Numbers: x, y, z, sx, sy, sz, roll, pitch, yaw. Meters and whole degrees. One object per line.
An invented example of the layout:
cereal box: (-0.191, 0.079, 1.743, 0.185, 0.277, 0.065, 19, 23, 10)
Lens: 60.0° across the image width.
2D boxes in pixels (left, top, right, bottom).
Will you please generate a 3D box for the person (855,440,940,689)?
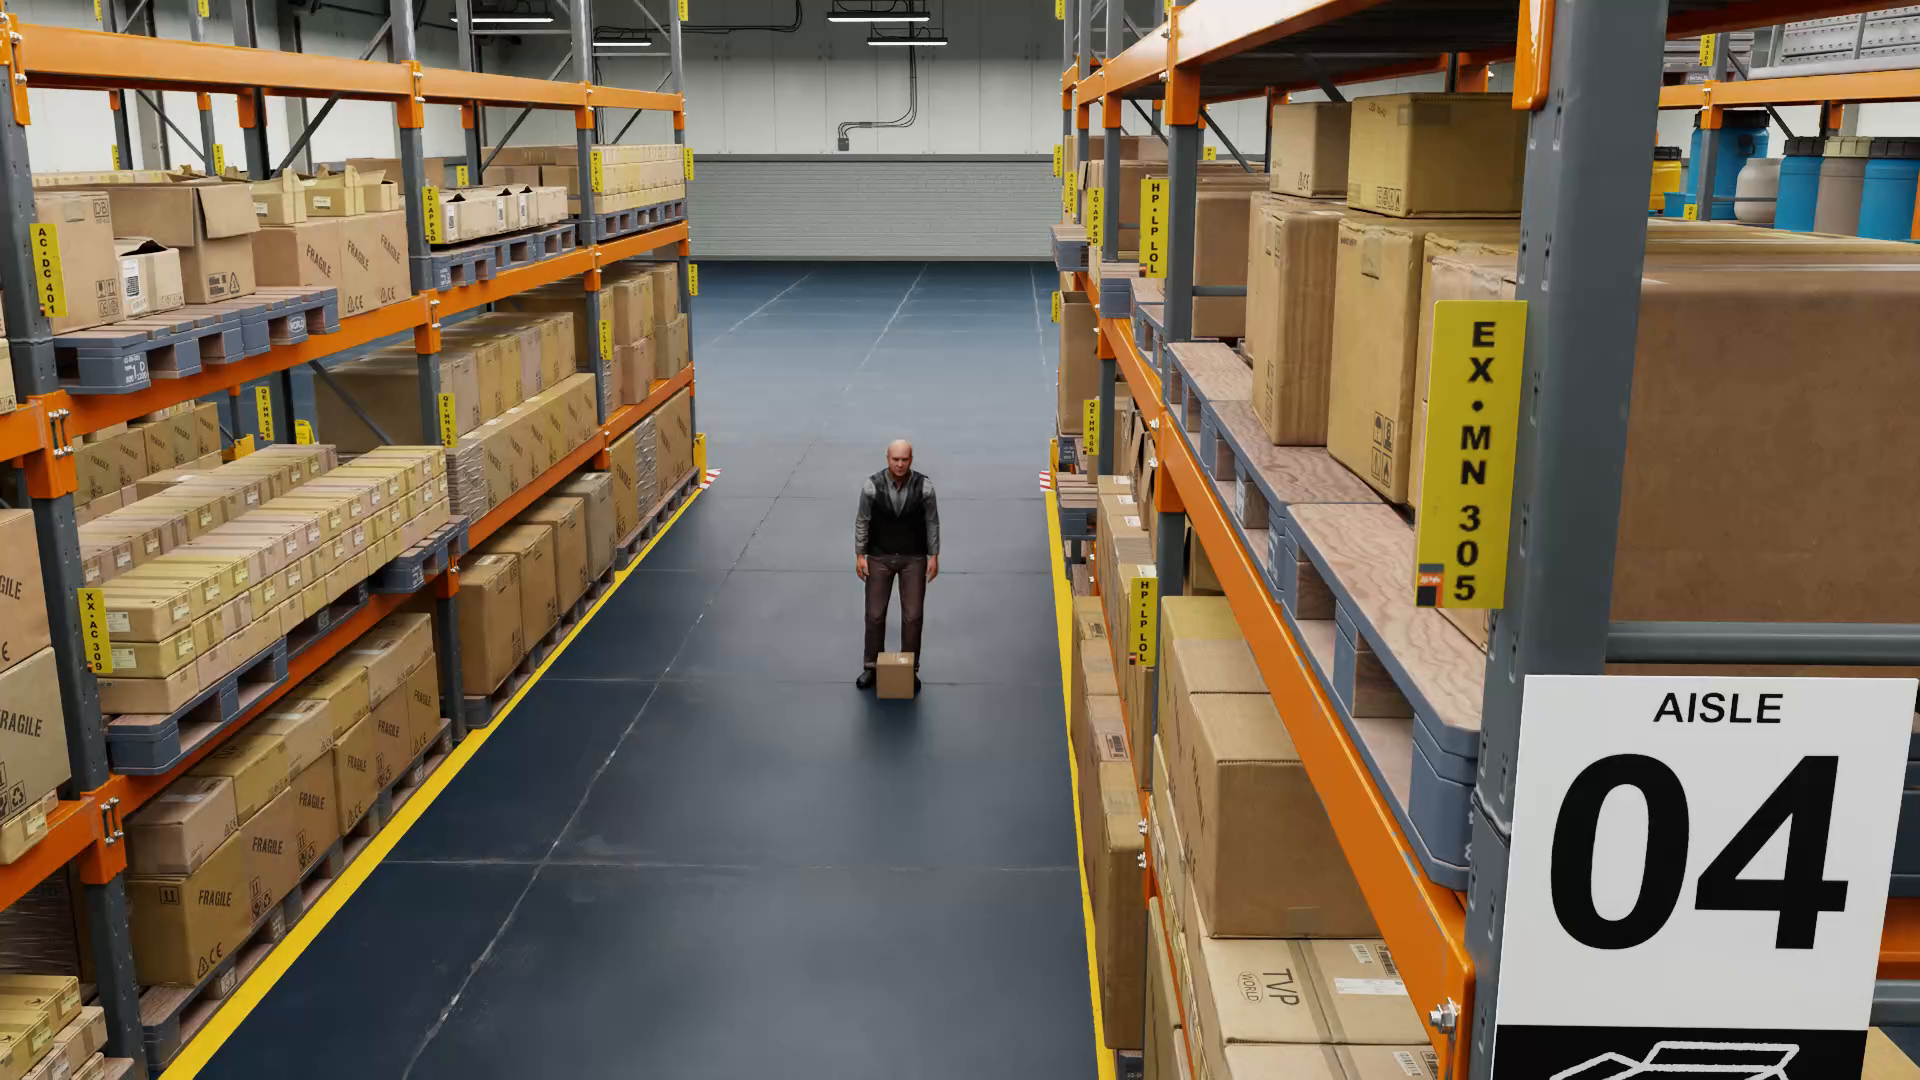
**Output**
person: (-0.431, 0.151, 11.435, 0.591, 1.720, 0.475, 0, 14, -2)
